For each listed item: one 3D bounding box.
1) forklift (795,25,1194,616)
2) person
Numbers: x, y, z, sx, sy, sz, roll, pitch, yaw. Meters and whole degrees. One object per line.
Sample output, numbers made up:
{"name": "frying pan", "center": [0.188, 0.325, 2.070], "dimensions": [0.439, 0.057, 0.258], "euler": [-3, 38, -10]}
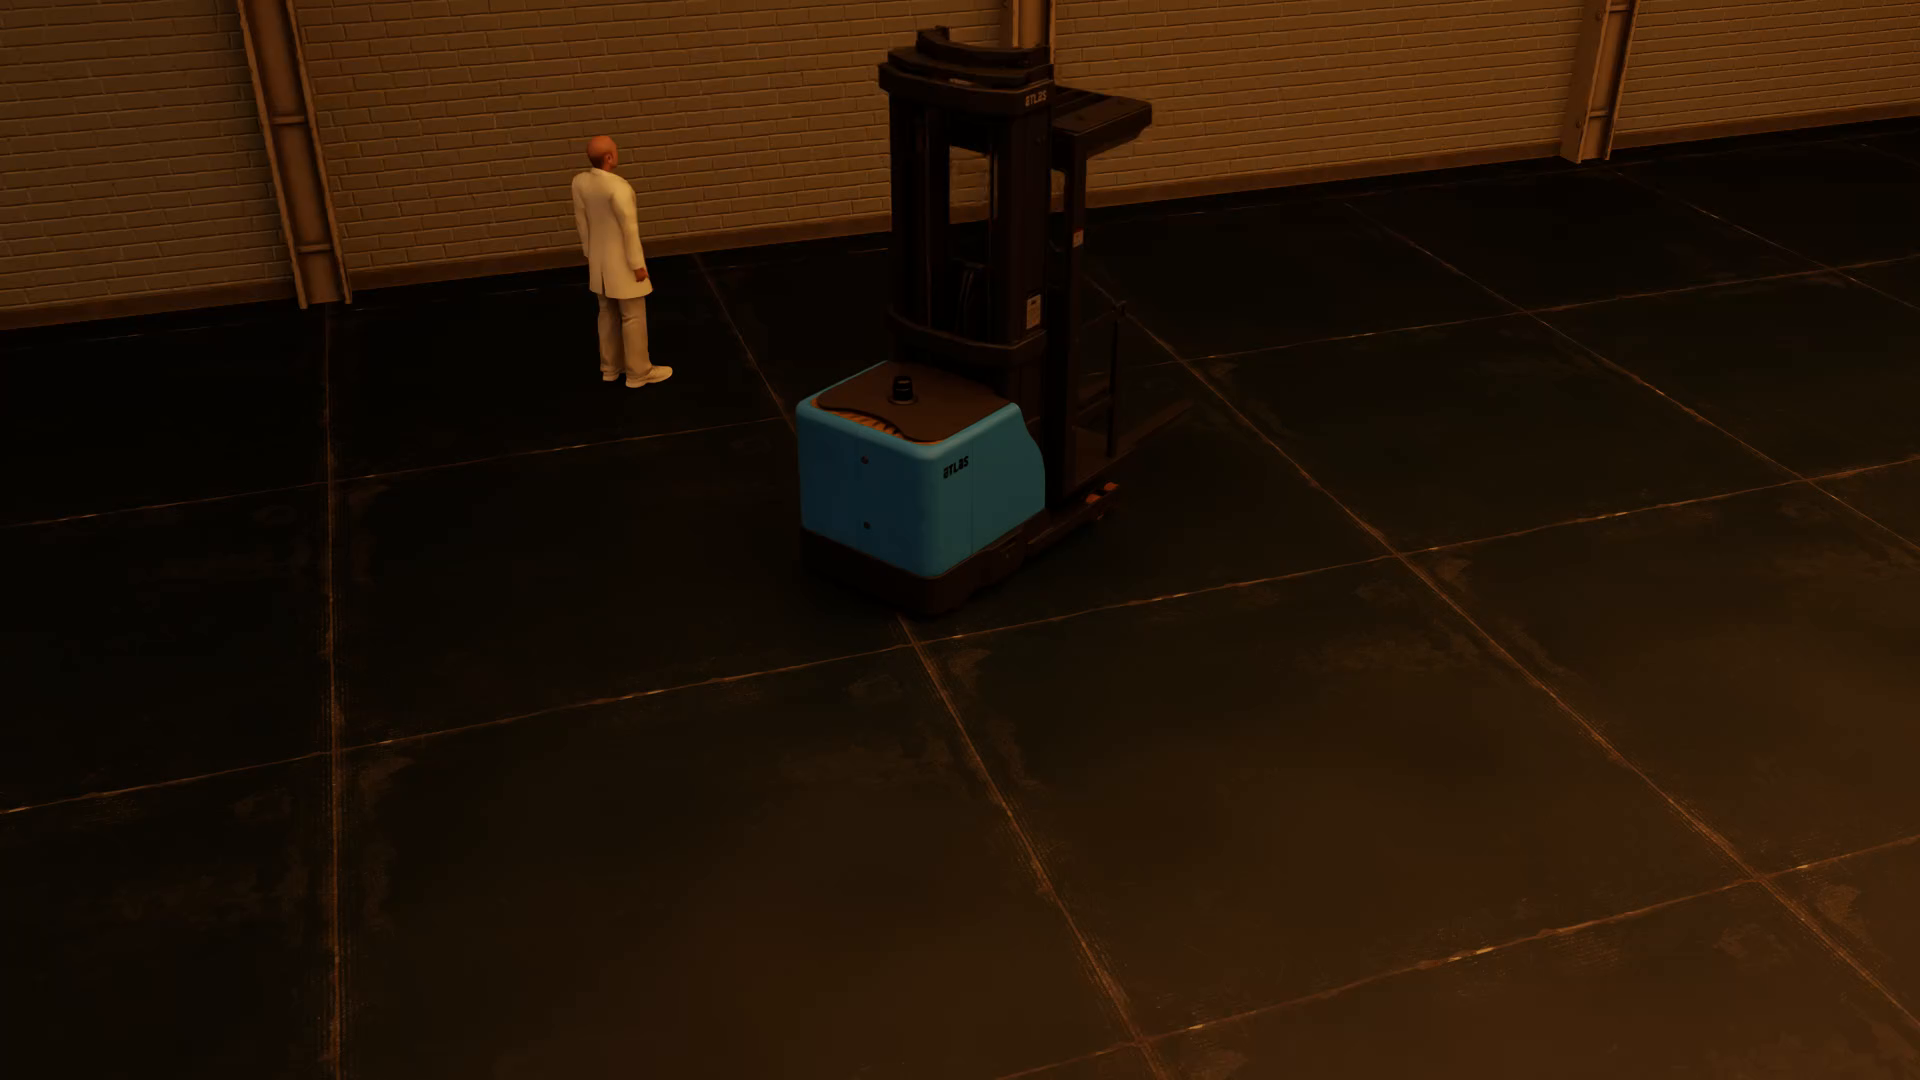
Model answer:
{"name": "forklift", "center": [0.378, -1.523, 9.735], "dimensions": [1.130, 2.935, 3.031], "euler": [22, 36, 33]}
{"name": "person", "center": [-2.386, -1.963, 11.651], "dimensions": [0.552, 1.783, 0.382], "euler": [19, 35, 30]}
